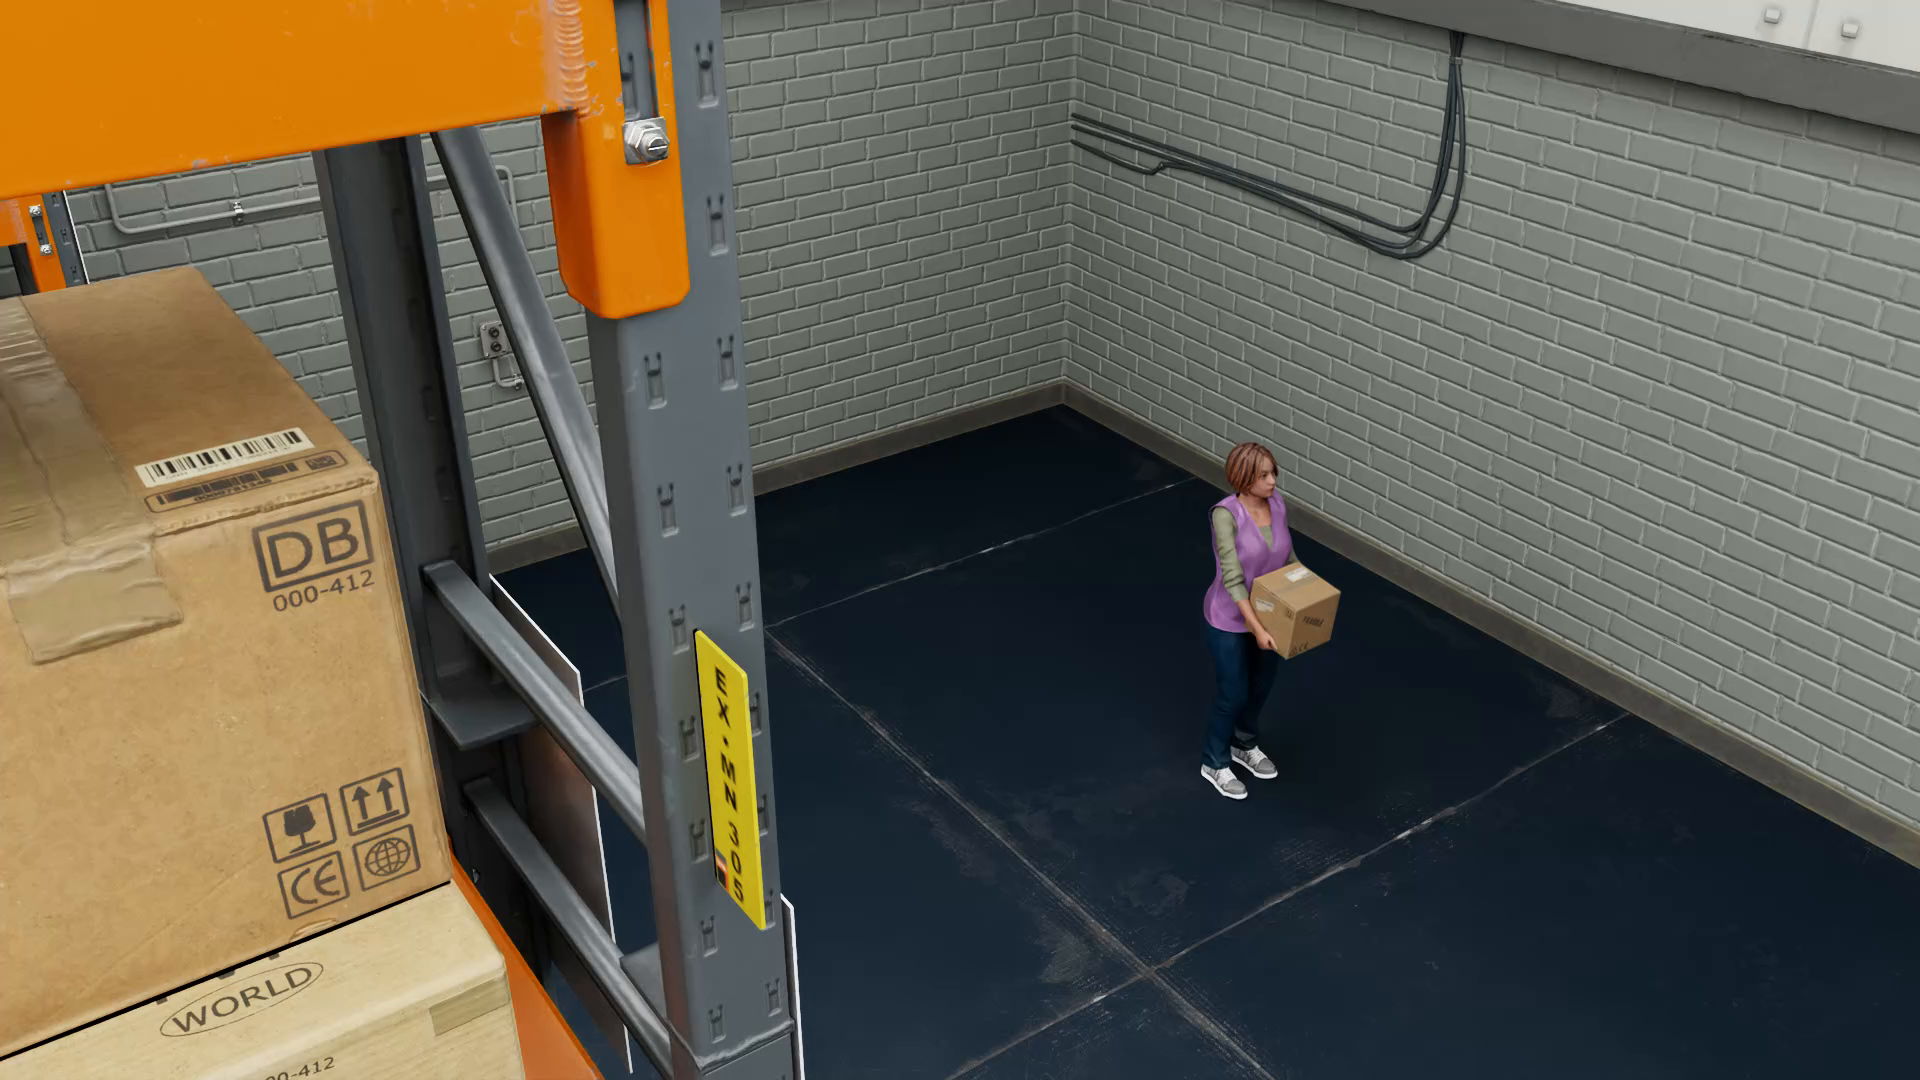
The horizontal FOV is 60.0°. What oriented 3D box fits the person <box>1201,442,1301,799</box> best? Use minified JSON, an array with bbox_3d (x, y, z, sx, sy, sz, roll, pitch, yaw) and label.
[{"bbox_3d":[1.252,0.364,6.984,0.406,1.588,0.495,-19,34,-30],"label":"person"}]
